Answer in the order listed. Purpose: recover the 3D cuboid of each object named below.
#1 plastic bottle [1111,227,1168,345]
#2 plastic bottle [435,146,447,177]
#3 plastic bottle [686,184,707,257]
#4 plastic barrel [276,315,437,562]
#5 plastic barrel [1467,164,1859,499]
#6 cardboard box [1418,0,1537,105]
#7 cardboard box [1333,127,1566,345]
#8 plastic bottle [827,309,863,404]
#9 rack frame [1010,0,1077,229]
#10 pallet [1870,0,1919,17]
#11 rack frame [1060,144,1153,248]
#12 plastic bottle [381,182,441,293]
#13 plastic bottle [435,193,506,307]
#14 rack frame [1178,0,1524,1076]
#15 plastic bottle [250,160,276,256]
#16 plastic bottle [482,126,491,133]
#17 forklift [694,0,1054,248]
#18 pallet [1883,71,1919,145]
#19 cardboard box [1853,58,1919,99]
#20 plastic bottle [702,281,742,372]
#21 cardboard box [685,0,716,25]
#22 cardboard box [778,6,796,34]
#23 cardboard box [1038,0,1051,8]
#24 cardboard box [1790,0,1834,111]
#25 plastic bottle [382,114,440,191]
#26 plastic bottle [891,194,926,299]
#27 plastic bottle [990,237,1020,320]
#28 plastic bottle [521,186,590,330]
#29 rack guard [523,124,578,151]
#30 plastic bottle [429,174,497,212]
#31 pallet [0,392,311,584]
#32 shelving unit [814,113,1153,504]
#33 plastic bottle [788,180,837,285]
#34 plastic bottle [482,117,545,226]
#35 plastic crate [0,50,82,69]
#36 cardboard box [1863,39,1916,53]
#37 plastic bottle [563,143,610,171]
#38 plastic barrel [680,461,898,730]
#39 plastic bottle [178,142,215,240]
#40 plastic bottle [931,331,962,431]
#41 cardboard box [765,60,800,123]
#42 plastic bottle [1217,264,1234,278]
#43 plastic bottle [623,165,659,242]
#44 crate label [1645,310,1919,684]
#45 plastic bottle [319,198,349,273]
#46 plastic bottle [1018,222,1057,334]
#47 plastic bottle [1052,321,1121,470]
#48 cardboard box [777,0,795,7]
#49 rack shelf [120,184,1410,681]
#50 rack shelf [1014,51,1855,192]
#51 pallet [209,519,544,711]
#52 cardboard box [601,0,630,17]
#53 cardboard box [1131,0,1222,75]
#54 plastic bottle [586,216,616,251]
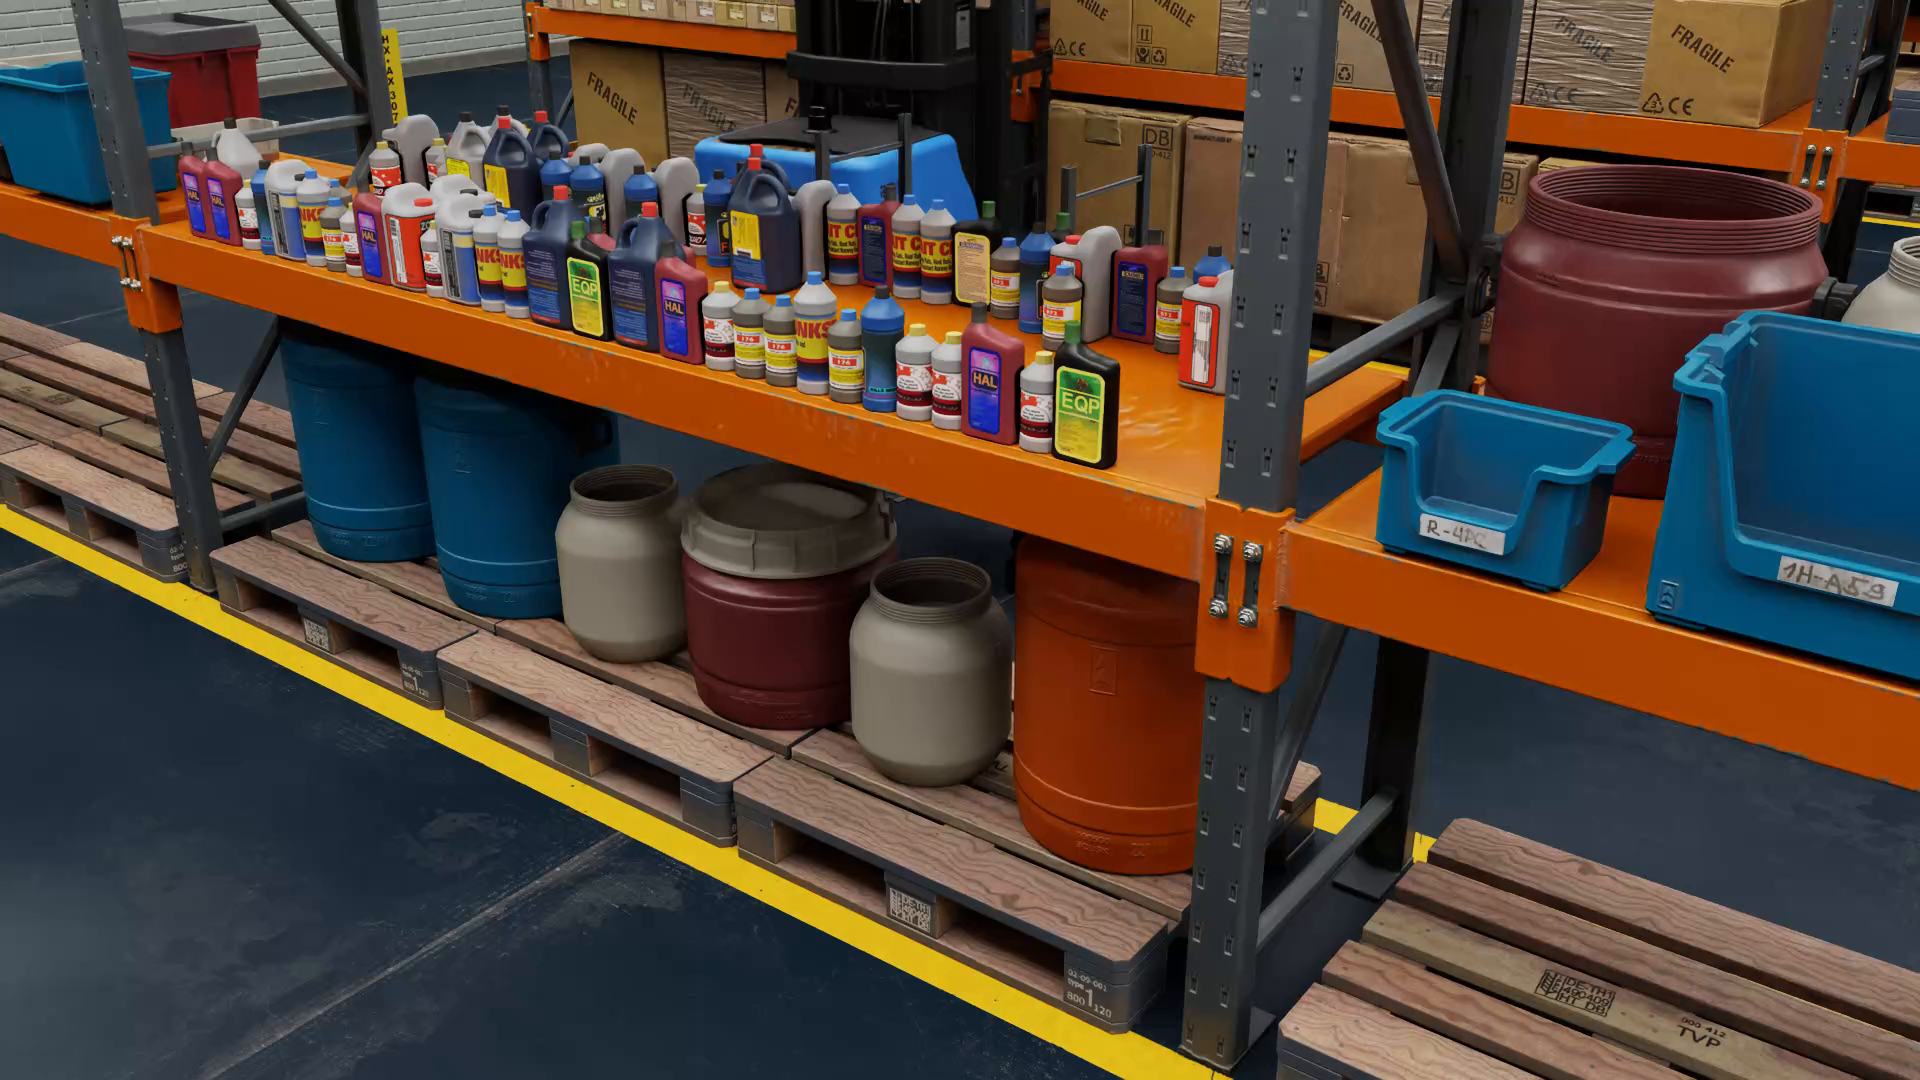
[{"bbox_3d":[0.445,-0.635,4.116,0.133,0.283,0.061,17,29,33],"label":"plastic bottle"},{"bbox_3d":[-1.679,-1.200,5.499,0.097,0.201,0.097,0,24,0],"label":"plastic bottle"},{"bbox_3d":[-0.761,-0.953,4.938,0.097,0.201,0.097,0,24,0],"label":"plastic bottle"},{"bbox_3d":[-1.943,-0.448,5.627,0.708,0.901,0.600,17,29,33],"label":"plastic barrel"},{"bbox_3d":[1.386,-0.433,3.344,0.708,0.536,0.600,17,29,33],"label":"plastic barrel"},{"bbox_3d":[2.447,-2.316,7.661,0.500,0.500,0.500,16,28,32],"label":"cardboard box"},{"bbox_3d":[2.555,-1.595,8.264,0.875,0.875,1.225,17,29,33],"label":"cardboard box"},{"bbox_3d":[-0.247,-0.415,3.718,0.097,0.201,0.097,0,24,0],"label":"plastic bottle"},{"bbox_3d":[0.602,-2.951,9.227,0.127,3.000,1.000,17,29,33],"label":"rack frame"},{"bbox_3d":[6.225,-3.610,10.960,1.003,0.211,1.213,17,29,33],"label":"pallet"},{"bbox_3d":[0.475,-0.543,5.622,0.032,1.500,0.500,17,29,33],"label":"rack frame"},{"bbox_3d":[-1.485,-0.837,4.584,0.135,0.276,0.152,17,29,33],"label":"plastic bottle"},{"bbox_3d":[-1.300,-0.781,4.457,0.135,0.276,0.152,17,29,33],"label":"plastic bottle"},{"bbox_3d":[0.833,-0.385,3.405,0.127,3.000,1.000,17,29,33],"label":"rack frame"},{"bbox_3d":[-2.043,-0.990,4.936,0.097,0.271,0.097,0,24,0],"label":"plastic bottle"},{"bbox_3d":[-1.567,-1.217,5.445,0.135,0.276,0.152,17,29,33],"label":"plastic bottle"},{"bbox_3d":[-0.108,-2.668,8.670,1.130,2.935,3.031,13,27,27],"label":"forklift"},{"bbox_3d":[4.437,-1.758,6.757,1.003,0.211,1.213,17,29,33],"label":"pallet"},{"bbox_3d":[6.154,-3.032,11.060,0.500,0.250,0.500,16,28,32],"label":"cardboard box"},{"bbox_3d":[-0.558,-0.509,3.932,0.097,0.201,0.097,0,24,0],"label":"plastic bottle"},{"bbox_3d":[-1.482,-3.301,10.333,0.250,0.149,0.380,16,29,33],"label":"cardboard box"},{"bbox_3d":[-0.867,-3.115,9.910,0.250,0.149,0.380,16,29,32],"label":"cardboard box"},{"bbox_3d":[0.384,-3.216,9.647,0.500,0.250,0.500,16,29,32],"label":"cardboard box"},{"bbox_3d":[3.577,-2.235,7.477,0.500,0.500,0.500,18,29,35],"label":"cardboard box"},{"bbox_3d":[-1.859,-1.305,5.645,0.135,0.276,0.152,17,29,33],"label":"plastic bottle"},{"bbox_3d":[-0.136,-0.796,4.496,0.097,0.271,0.097,0,24,0],"label":"plastic bottle"},{"bbox_3d":[0.127,-0.685,4.330,0.097,0.201,0.097,0,24,0],"label":"plastic bottle"},{"bbox_3d":[-1.019,-0.728,4.244,0.185,0.351,0.144,17,29,33],"label":"plastic bottle"},{"bbox_3d":[-2.618,-2.780,11.939,0.348,0.500,1.175,17,29,33],"label":"rack guard"},{"bbox_3d":[-1.394,-0.886,4.695,0.135,0.276,0.152,17,29,33],"label":"plastic bottle"},{"bbox_3d":[-2.980,-0.242,6.537,1.213,0.211,1.003,17,29,33],"label":"pallet"},{"bbox_3d":[0.068,-0.666,5.901,1.048,1.500,0.538,17,29,33],"label":"shelving unit"},{"bbox_3d":[-0.429,-0.873,4.665,0.135,0.276,0.152,17,29,33],"label":"plastic bottle"},{"bbox_3d":[-1.375,-1.122,5.138,0.185,0.351,0.144,17,29,33],"label":"plastic bottle"},{"bbox_3d":[-3.480,-1.755,6.585,0.530,0.282,0.437,17,29,33],"label":"plastic crate"},{"bbox_3d":[8.533,-4.812,15.565,0.875,0.875,0.875,17,29,34],"label":"cardboard box"},{"bbox_3d":[-1.163,-1.095,5.168,0.135,0.276,0.152,17,29,33],"label":"plastic bottle"},{"bbox_3d":[-0.473,0.140,4.682,0.708,0.588,0.600,17,29,33],"label":"plastic barrel"},{"bbox_3d":[-2.331,-1.073,5.110,0.133,0.283,0.061,17,29,33],"label":"plastic bottle"},{"bbox_3d":[-0.013,-0.344,3.558,0.097,0.201,0.097,0,24,0],"label":"plastic bottle"},{"bbox_3d":[-0.598,-2.574,10.485,0.875,0.875,0.875,17,29,33],"label":"cardboard box"},{"bbox_3d":[0.680,-0.538,3.904,0.135,0.276,0.152,17,29,33],"label":"plastic bottle"},{"bbox_3d":[-0.930,-0.959,4.866,0.097,0.271,0.097,0,24,0],"label":"plastic bottle"},{"bbox_3d":[1.465,-0.074,2.654,0.616,0.435,0.502,17,29,33],"label":"crate label"},{"bbox_3d":[-1.779,-0.878,4.769,0.097,0.201,0.097,0,24,0],"label":"plastic bottle"},{"bbox_3d":[0.197,-0.665,4.198,0.097,0.271,0.097,0,24,0],"label":"plastic bottle"},{"bbox_3d":[0.253,-0.292,3.338,0.133,0.283,0.061,17,29,33],"label":"plastic bottle"},{"bbox_3d":[-0.732,-3.288,9.810,0.500,0.250,0.500,18,29,34],"label":"cardboard box"},{"bbox_3d":[-0.768,-0.540,4.647,4.000,0.370,1.077,17,29,33],"label":"rack shelf"},{"bbox_3d":[2.203,-2.138,8.274,4.000,0.370,1.077,17,29,33],"label":"rack shelf"},{"bbox_3d":[-1.776,0.123,5.708,1.213,0.211,1.003,17,29,33],"label":"pallet"},{"bbox_3d":[-2.101,-3.487,10.756,0.250,0.149,0.380,16,28,32],"label":"cardboard box"},{"bbox_3d":[1.223,-2.683,8.496,0.500,0.500,0.500,17,29,33],"label":"cardboard box"},{"bbox_3d":[-0.880,-0.665,4.184,0.133,0.283,0.061,17,29,33],"label":"plastic bottle"}]
